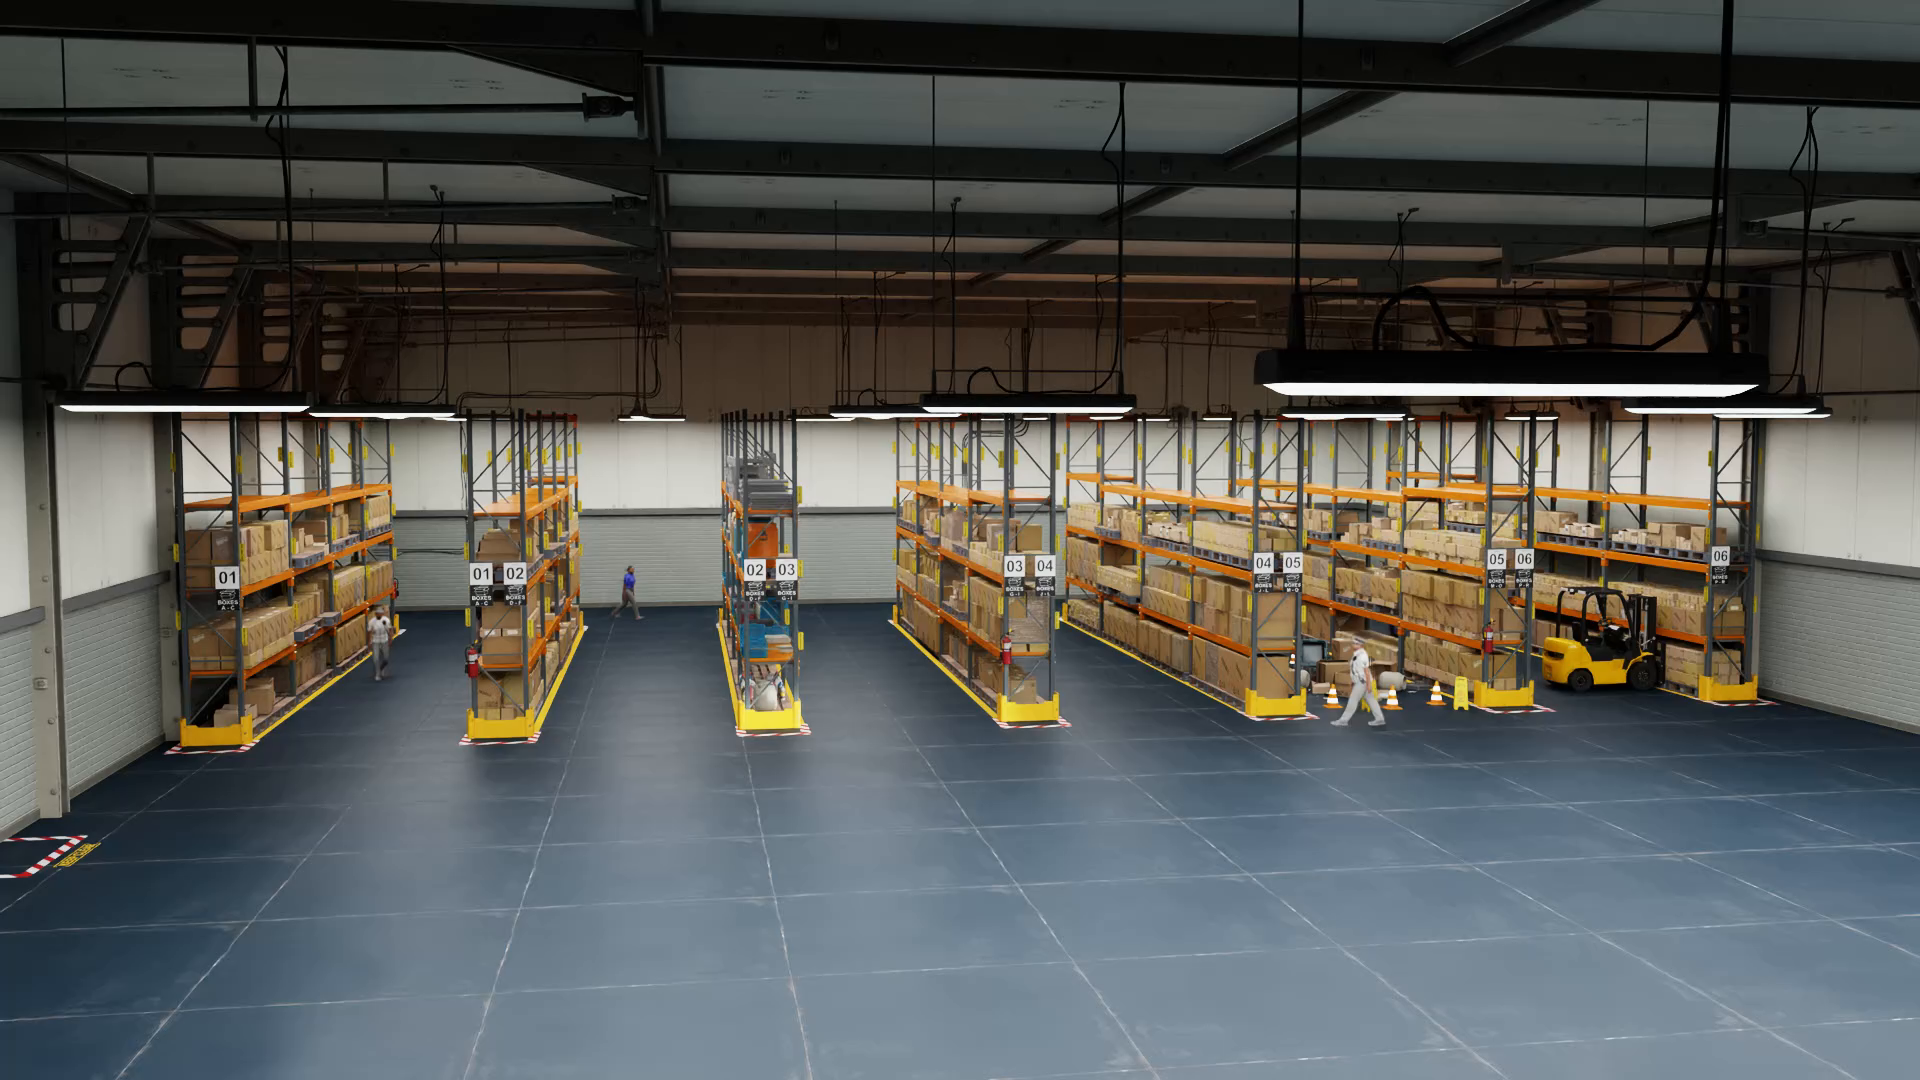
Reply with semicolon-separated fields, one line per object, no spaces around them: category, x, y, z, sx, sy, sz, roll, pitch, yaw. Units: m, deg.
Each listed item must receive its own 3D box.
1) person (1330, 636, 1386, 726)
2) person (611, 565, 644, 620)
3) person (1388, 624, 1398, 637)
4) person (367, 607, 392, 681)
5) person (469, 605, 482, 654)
person;7.525;2.651;31.407;1.037;1.699;0.591;1;4;8
person;-9.724;1.533;48.670;1.071;1.585;0.429;1;4;8
person;11.731;1.822;44.644;0.523;1.684;0.391;-3;5;-41
person;-13.029;2.306;37.325;0.544;1.657;0.541;-2;4;-21
person;-11.964;1.976;41.585;0.625;1.667;1.068;-1;4;-12
